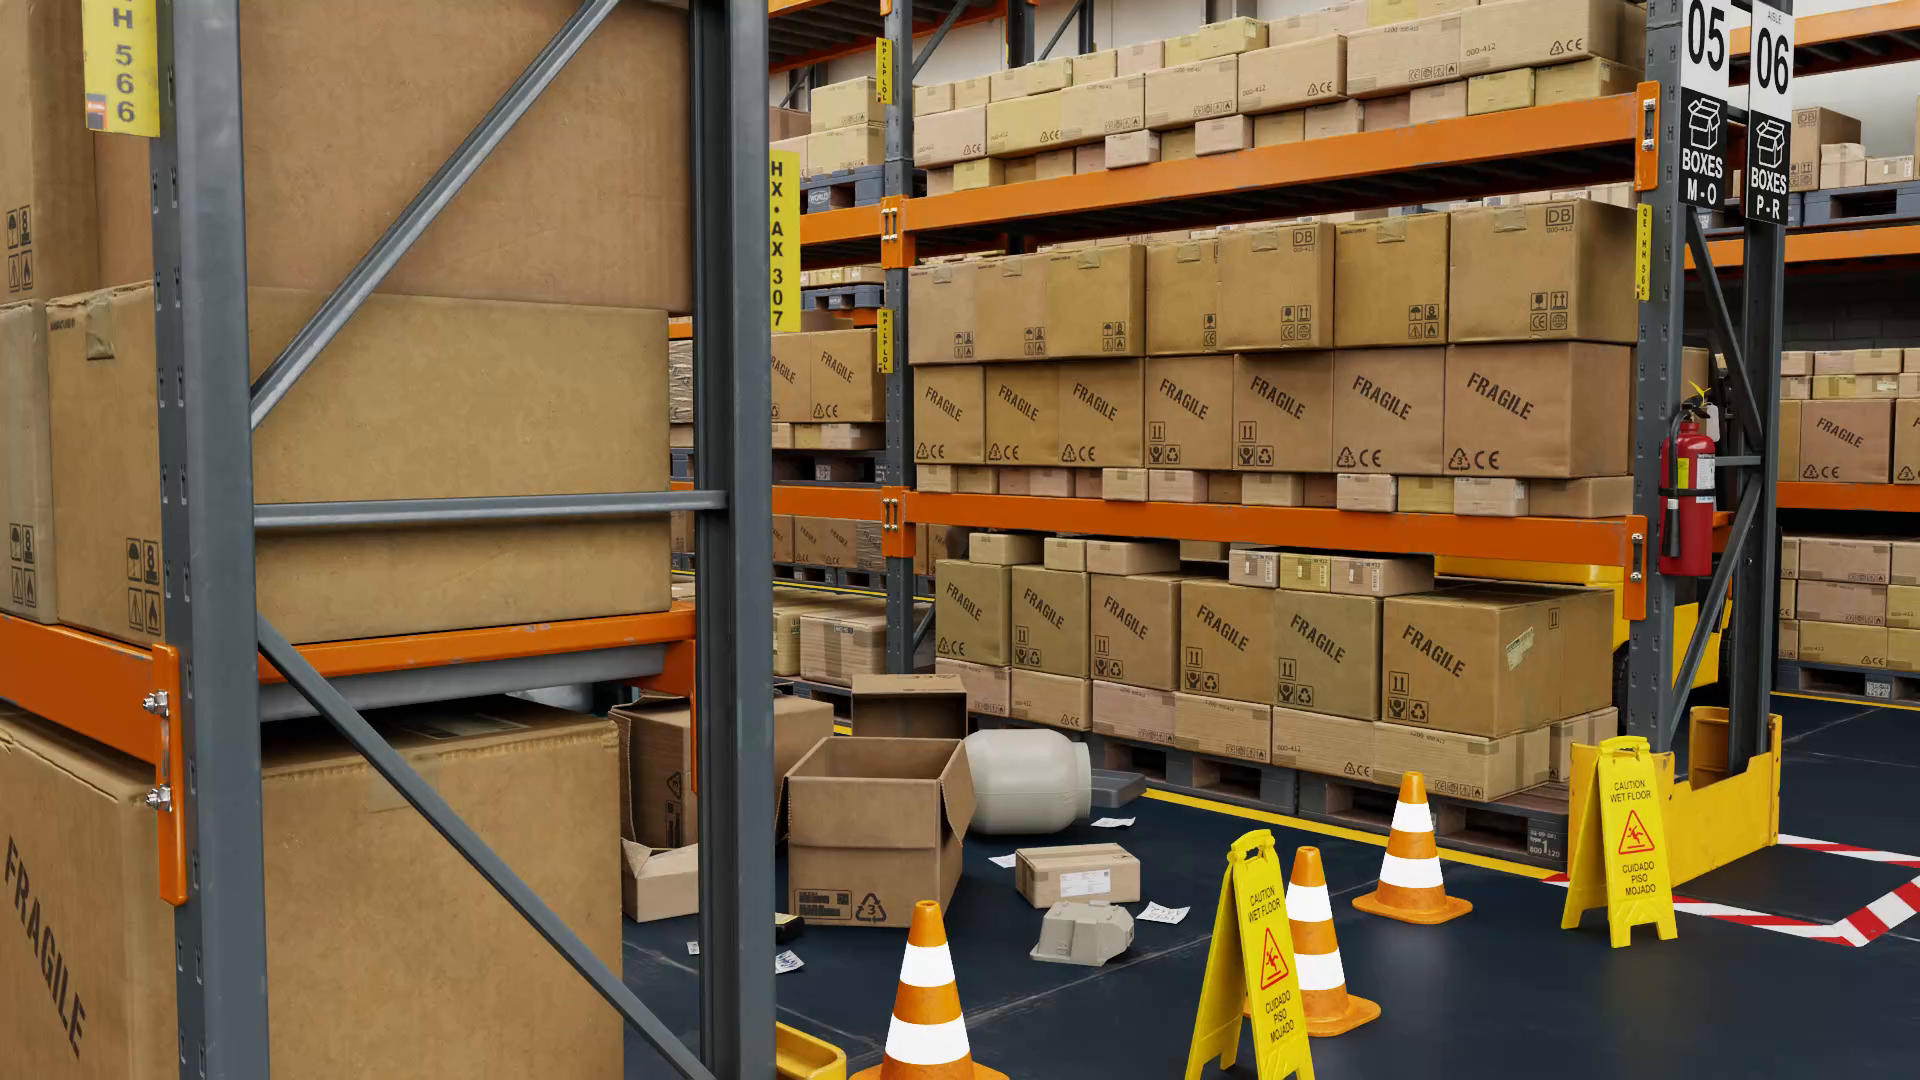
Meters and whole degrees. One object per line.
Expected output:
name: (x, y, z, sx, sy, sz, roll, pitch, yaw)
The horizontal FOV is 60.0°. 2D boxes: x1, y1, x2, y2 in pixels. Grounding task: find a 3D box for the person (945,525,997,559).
person: (0.179, 0.003, 11.340, 0.514, 1.725, 0.530, -4, 5, -44)
